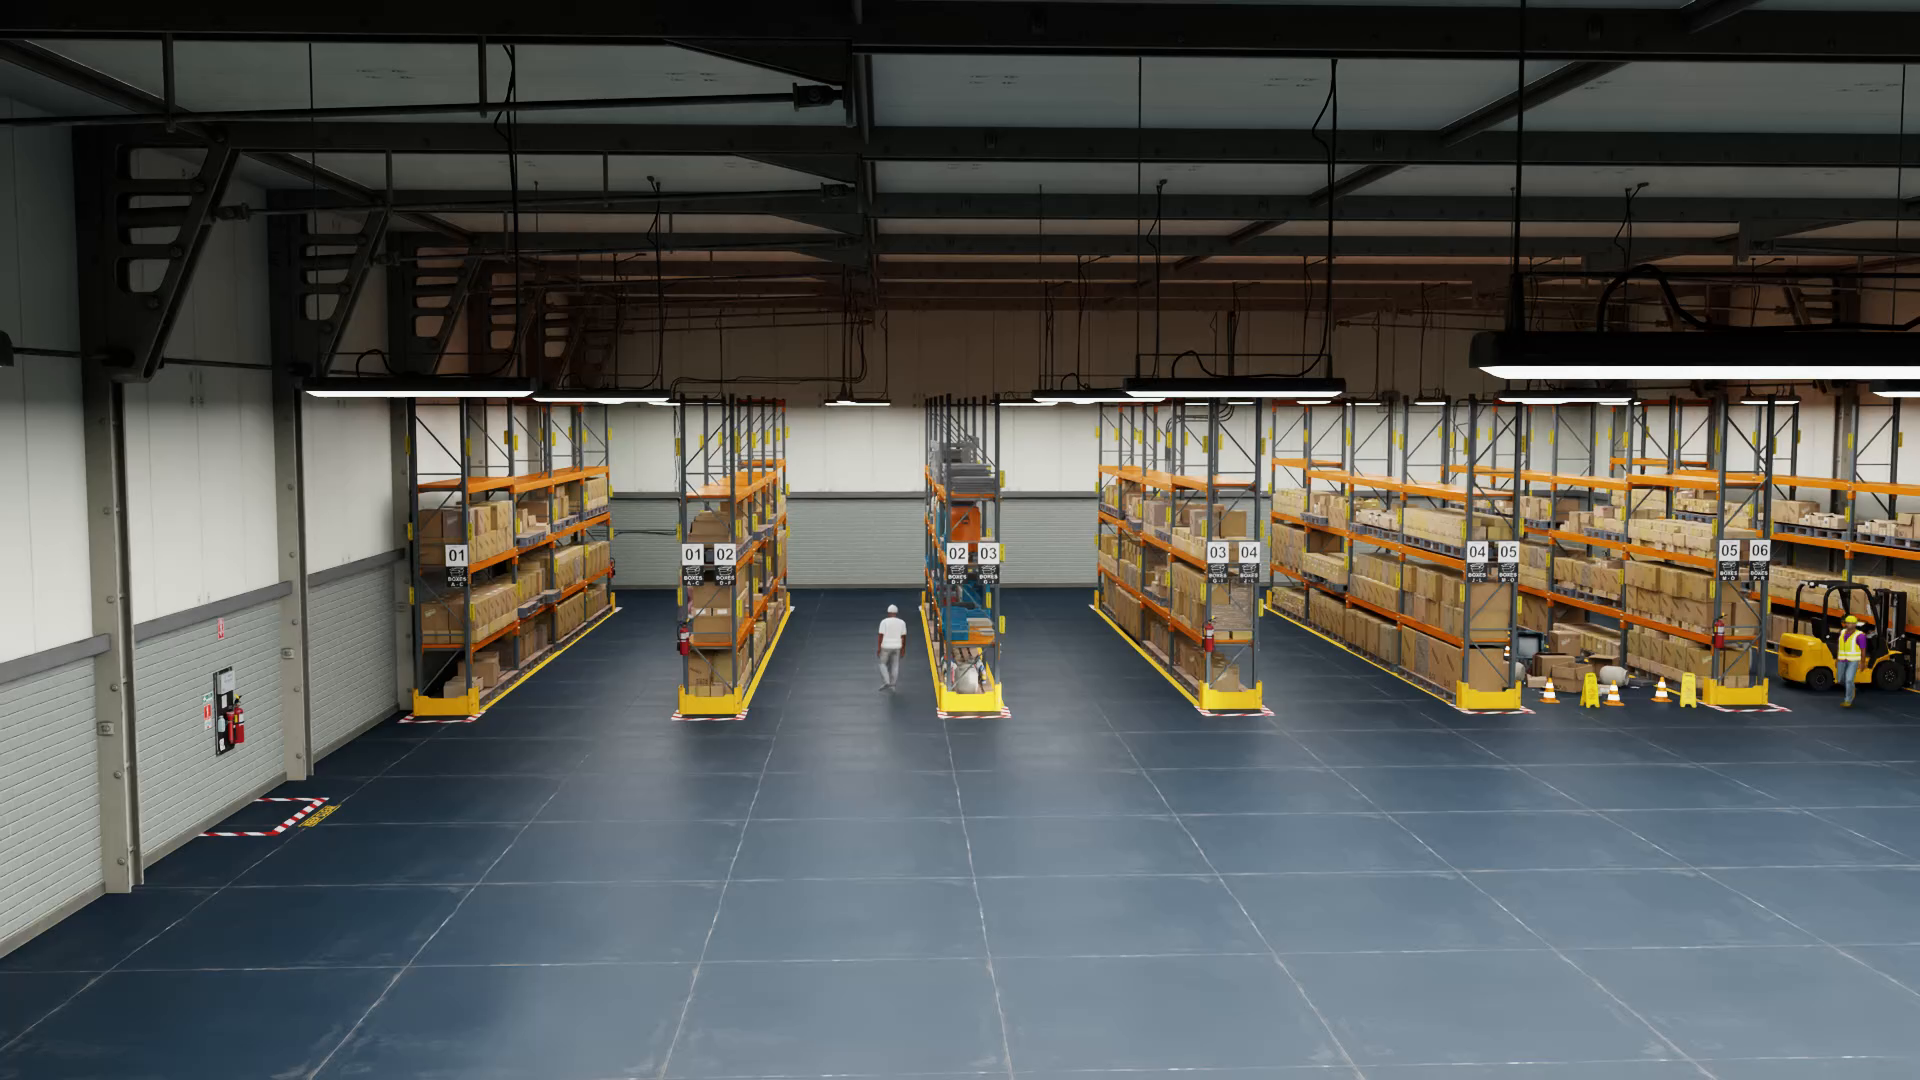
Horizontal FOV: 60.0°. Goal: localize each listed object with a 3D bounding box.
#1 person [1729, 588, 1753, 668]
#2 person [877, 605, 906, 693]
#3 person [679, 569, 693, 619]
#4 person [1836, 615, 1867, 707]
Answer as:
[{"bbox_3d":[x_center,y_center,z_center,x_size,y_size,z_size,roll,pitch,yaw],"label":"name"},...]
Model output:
[{"bbox_3d":[17.291,1.964,36.655,0.543,1.810,0.484,-2,5,-21],"label":"person"},{"bbox_3d":[-1.377,2.182,33.468,0.612,1.757,0.470,-1,5,-12],"label":"person"},{"bbox_3d":[-7.431,1.328,45.142,0.480,1.673,0.490,3,5,33],"label":"person"},{"bbox_3d":[17.142,2.314,31.972,0.795,1.748,0.583,-3,6,-35],"label":"person"}]
